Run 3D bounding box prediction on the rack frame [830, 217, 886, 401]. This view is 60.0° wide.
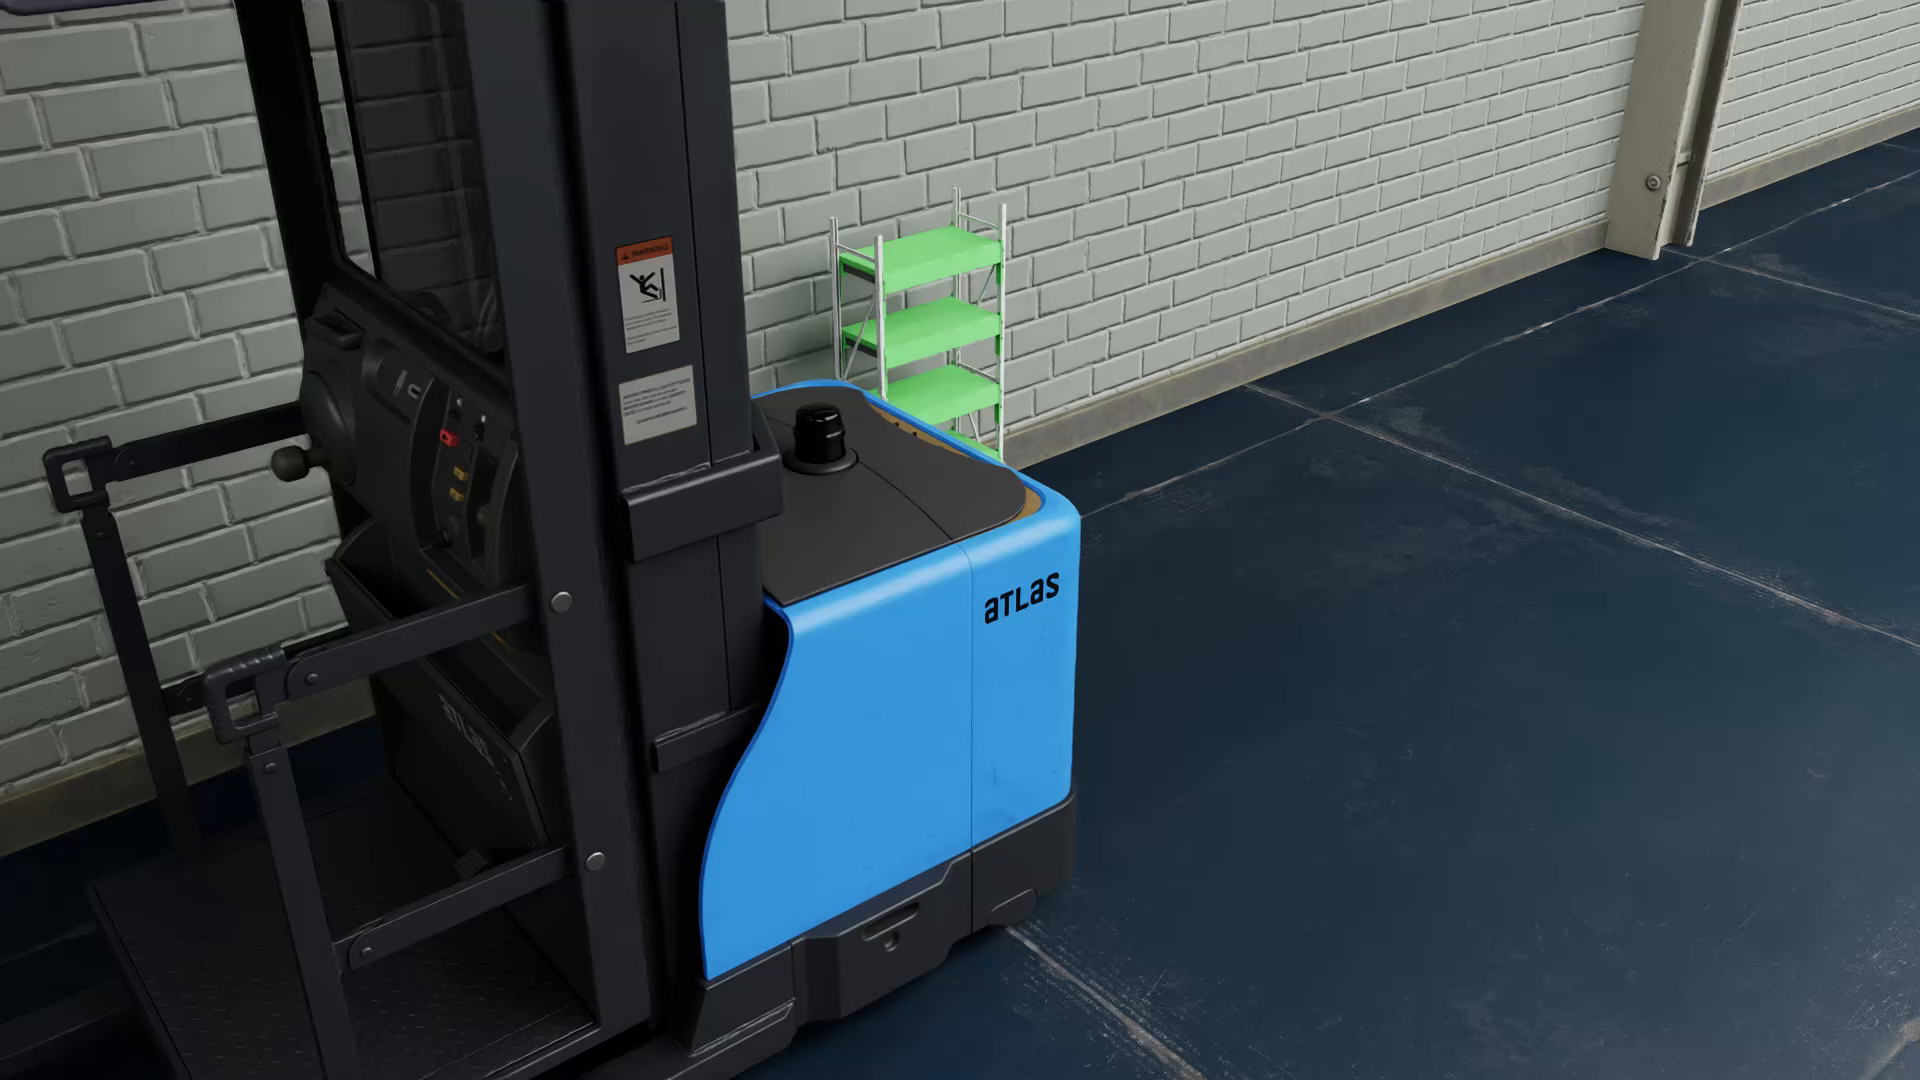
[{"bbox_3d":[-0.312,-0.404,5.233,0.015,1.200,0.240,-22,35,-35],"label":"rack frame"}]

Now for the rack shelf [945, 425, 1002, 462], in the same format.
[{"bbox_3d":[-0.126,-0.211,5.516,0.480,0.148,0.258,-22,35,-35],"label":"rack shelf"}]

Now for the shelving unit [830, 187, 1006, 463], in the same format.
[{"bbox_3d":[-0.126,-0.479,5.372,0.503,1.200,0.258,-22,35,-35],"label":"shelving unit"}]

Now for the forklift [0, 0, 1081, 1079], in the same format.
[{"bbox_3d":[-1.189,-0.171,2.961,3.031,2.935,1.130,-21,34,-33],"label":"forklift"}]

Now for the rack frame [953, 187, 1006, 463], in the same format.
[{"bbox_3d":[0.060,-0.553,5.512,0.015,1.200,0.240,-22,35,-35],"label":"rack frame"}]

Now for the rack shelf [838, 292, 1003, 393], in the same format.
[{"bbox_3d":[-0.126,-0.634,5.289,0.480,0.148,0.258,-22,35,-35],"label":"rack shelf"}]

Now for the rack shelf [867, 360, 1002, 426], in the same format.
[{"bbox_3d":[-0.126,-0.422,5.403,0.480,0.148,0.258,-22,35,-35],"label":"rack shelf"}]

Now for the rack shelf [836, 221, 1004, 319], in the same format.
[{"bbox_3d":[-0.126,-0.846,5.176,0.480,0.148,0.258,-22,35,-35],"label":"rack shelf"}]

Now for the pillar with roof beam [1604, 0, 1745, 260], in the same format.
[{"bbox_3d":[6.342,-3.953,3.599,0.400,9.000,9.100,-22,35,-35],"label":"pillar with roof beam"}]
